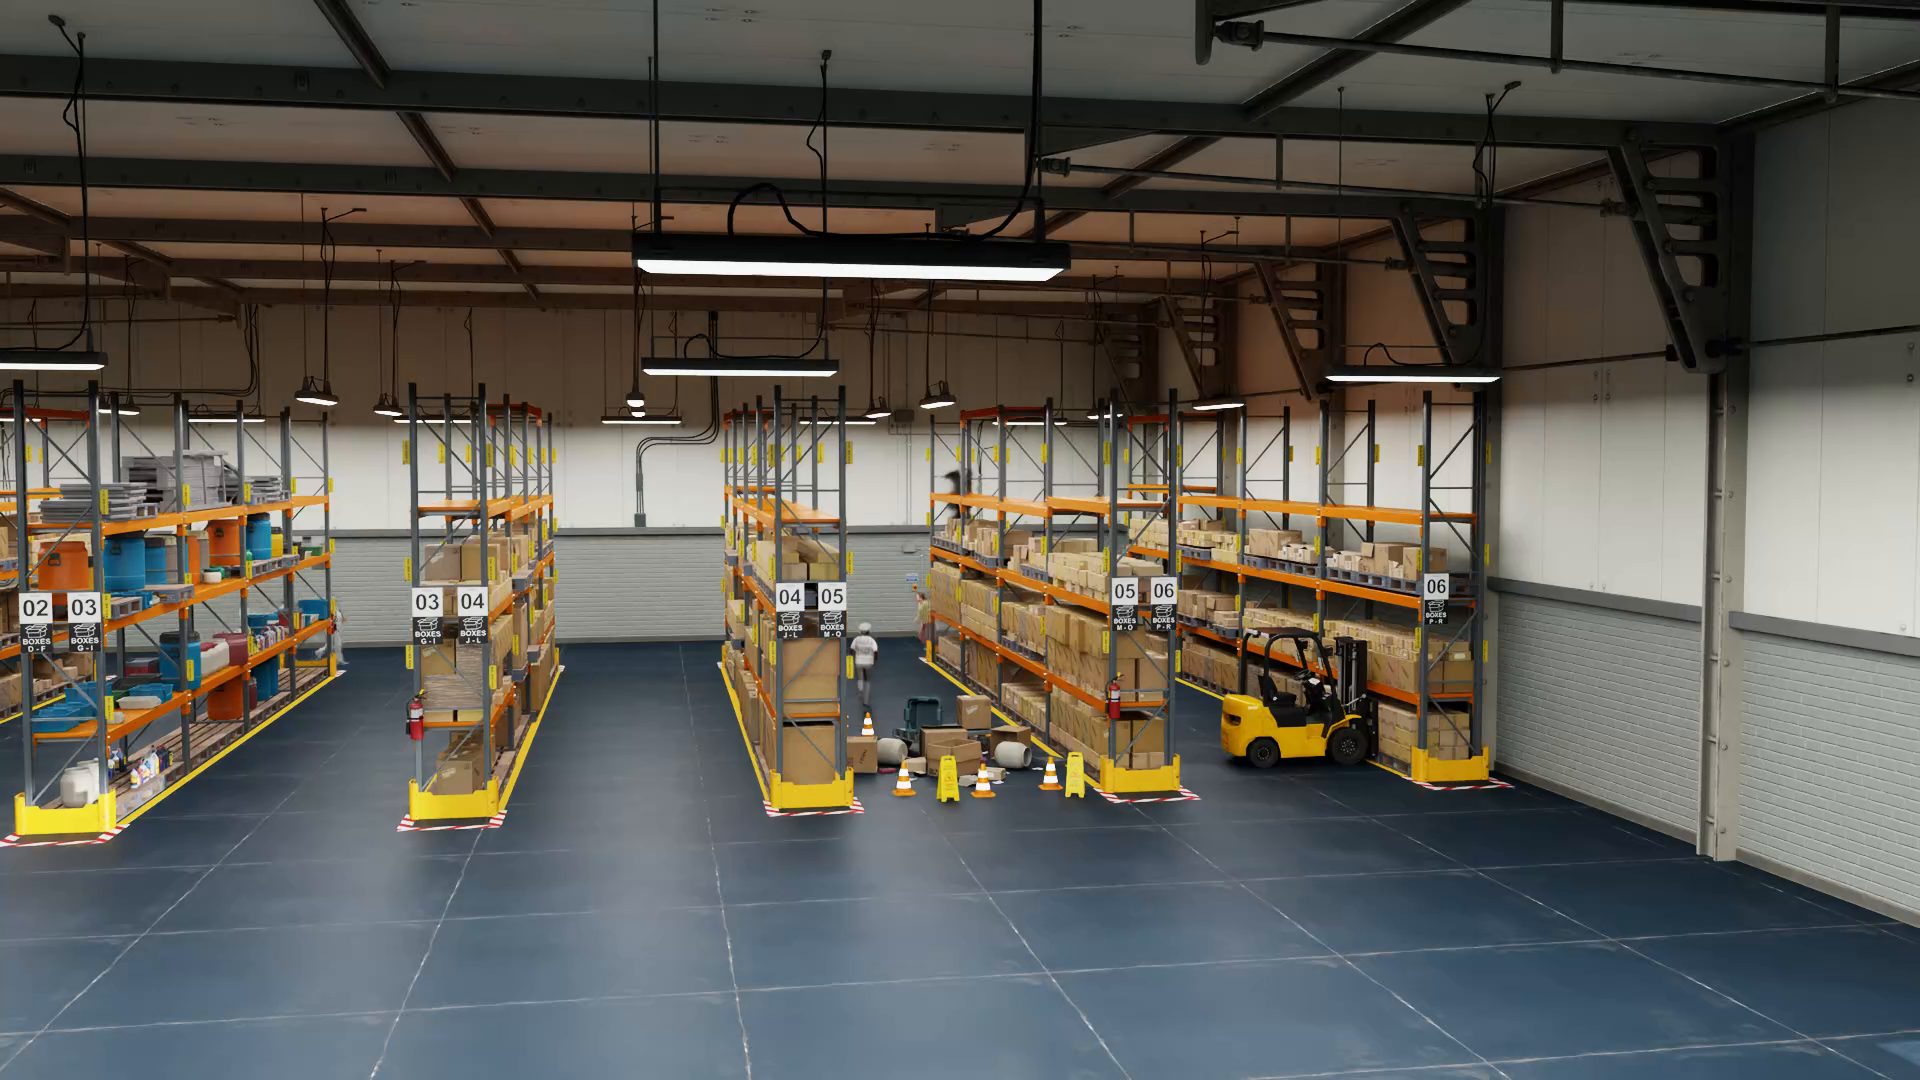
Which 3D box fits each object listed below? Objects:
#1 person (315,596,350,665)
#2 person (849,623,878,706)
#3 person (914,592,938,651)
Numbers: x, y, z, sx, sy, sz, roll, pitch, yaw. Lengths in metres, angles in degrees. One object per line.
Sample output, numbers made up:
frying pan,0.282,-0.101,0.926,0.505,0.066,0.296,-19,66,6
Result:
person,-14.997,2.166,39.641,0.848,1.635,0.608,0,3,-2
person,-1.911,2.512,33.114,0.562,1.679,0.602,0,3,2
person,-0.790,2.063,42.029,0.746,1.518,0.602,-2,3,-32
